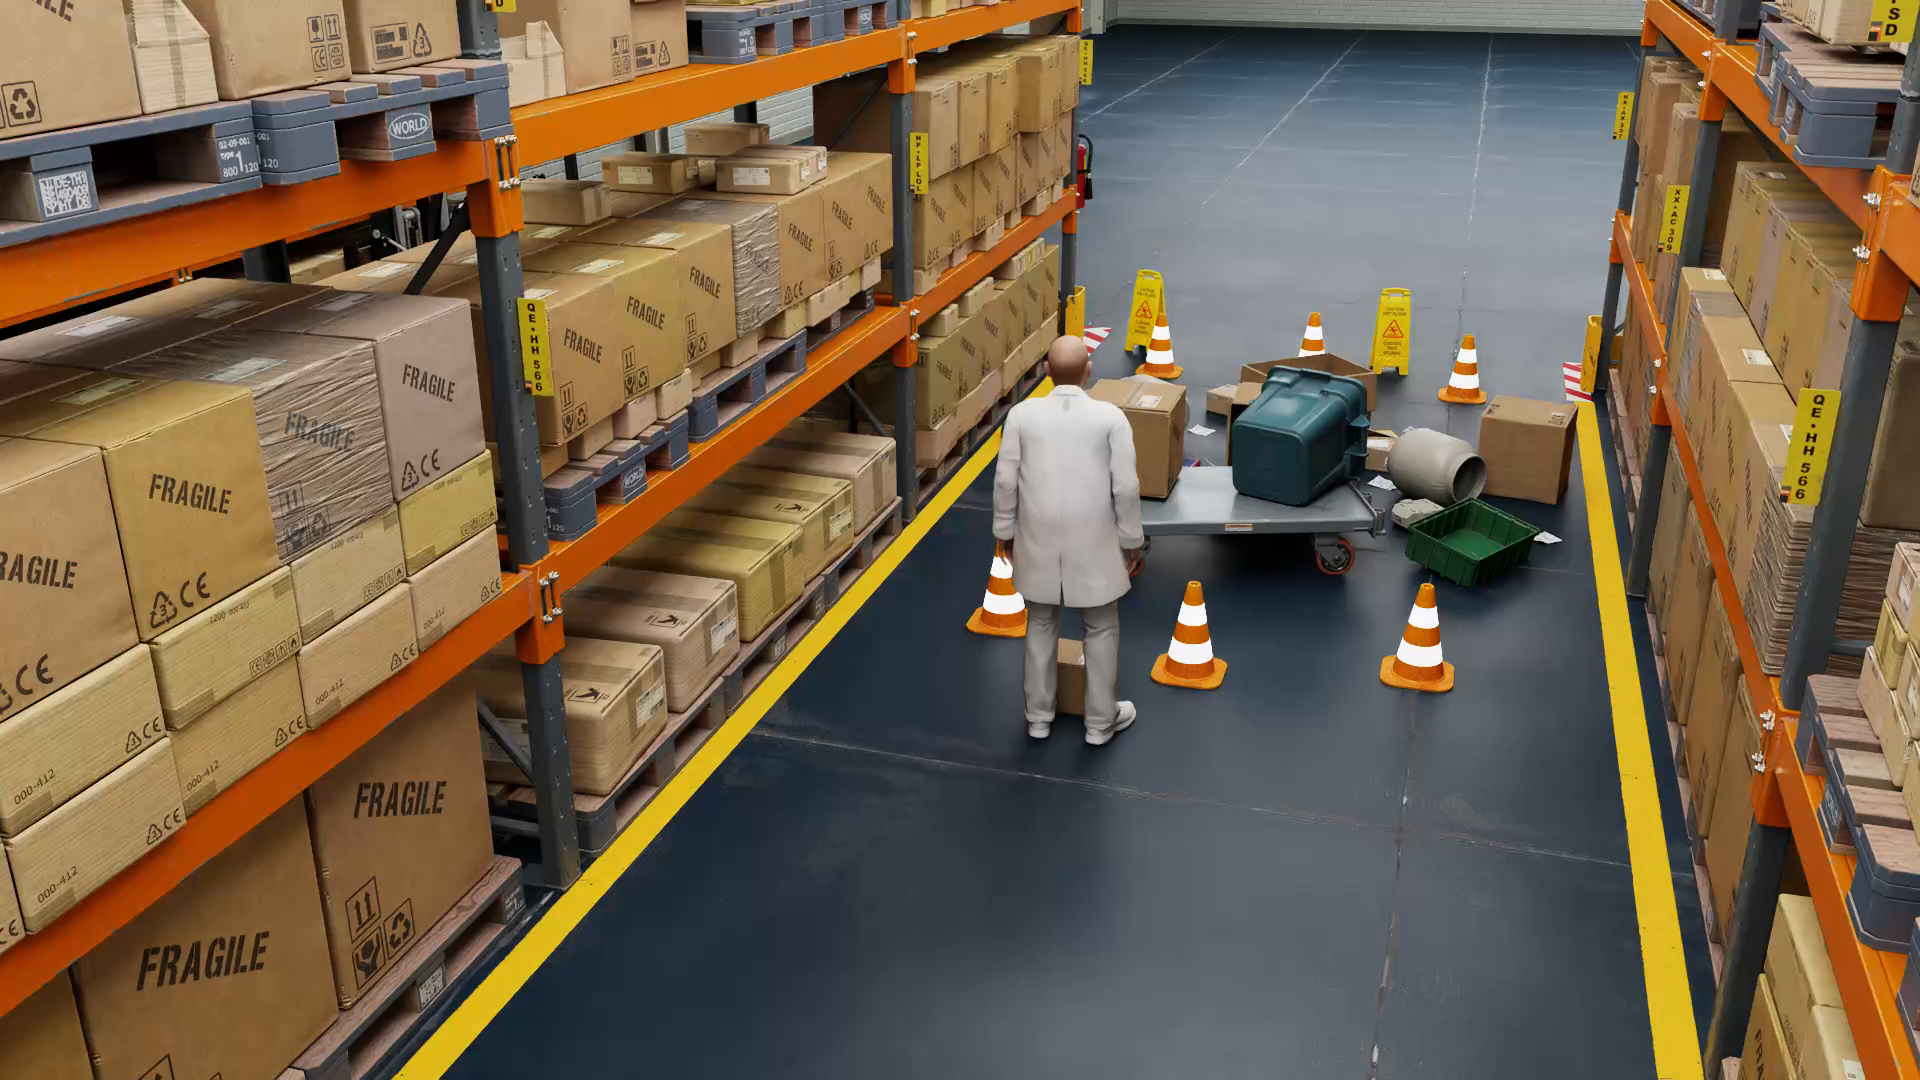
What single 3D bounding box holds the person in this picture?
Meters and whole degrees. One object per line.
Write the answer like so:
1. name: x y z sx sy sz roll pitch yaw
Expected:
1. person: 0.456 0.005 7.095 0.654 1.774 0.422 5 22 13
